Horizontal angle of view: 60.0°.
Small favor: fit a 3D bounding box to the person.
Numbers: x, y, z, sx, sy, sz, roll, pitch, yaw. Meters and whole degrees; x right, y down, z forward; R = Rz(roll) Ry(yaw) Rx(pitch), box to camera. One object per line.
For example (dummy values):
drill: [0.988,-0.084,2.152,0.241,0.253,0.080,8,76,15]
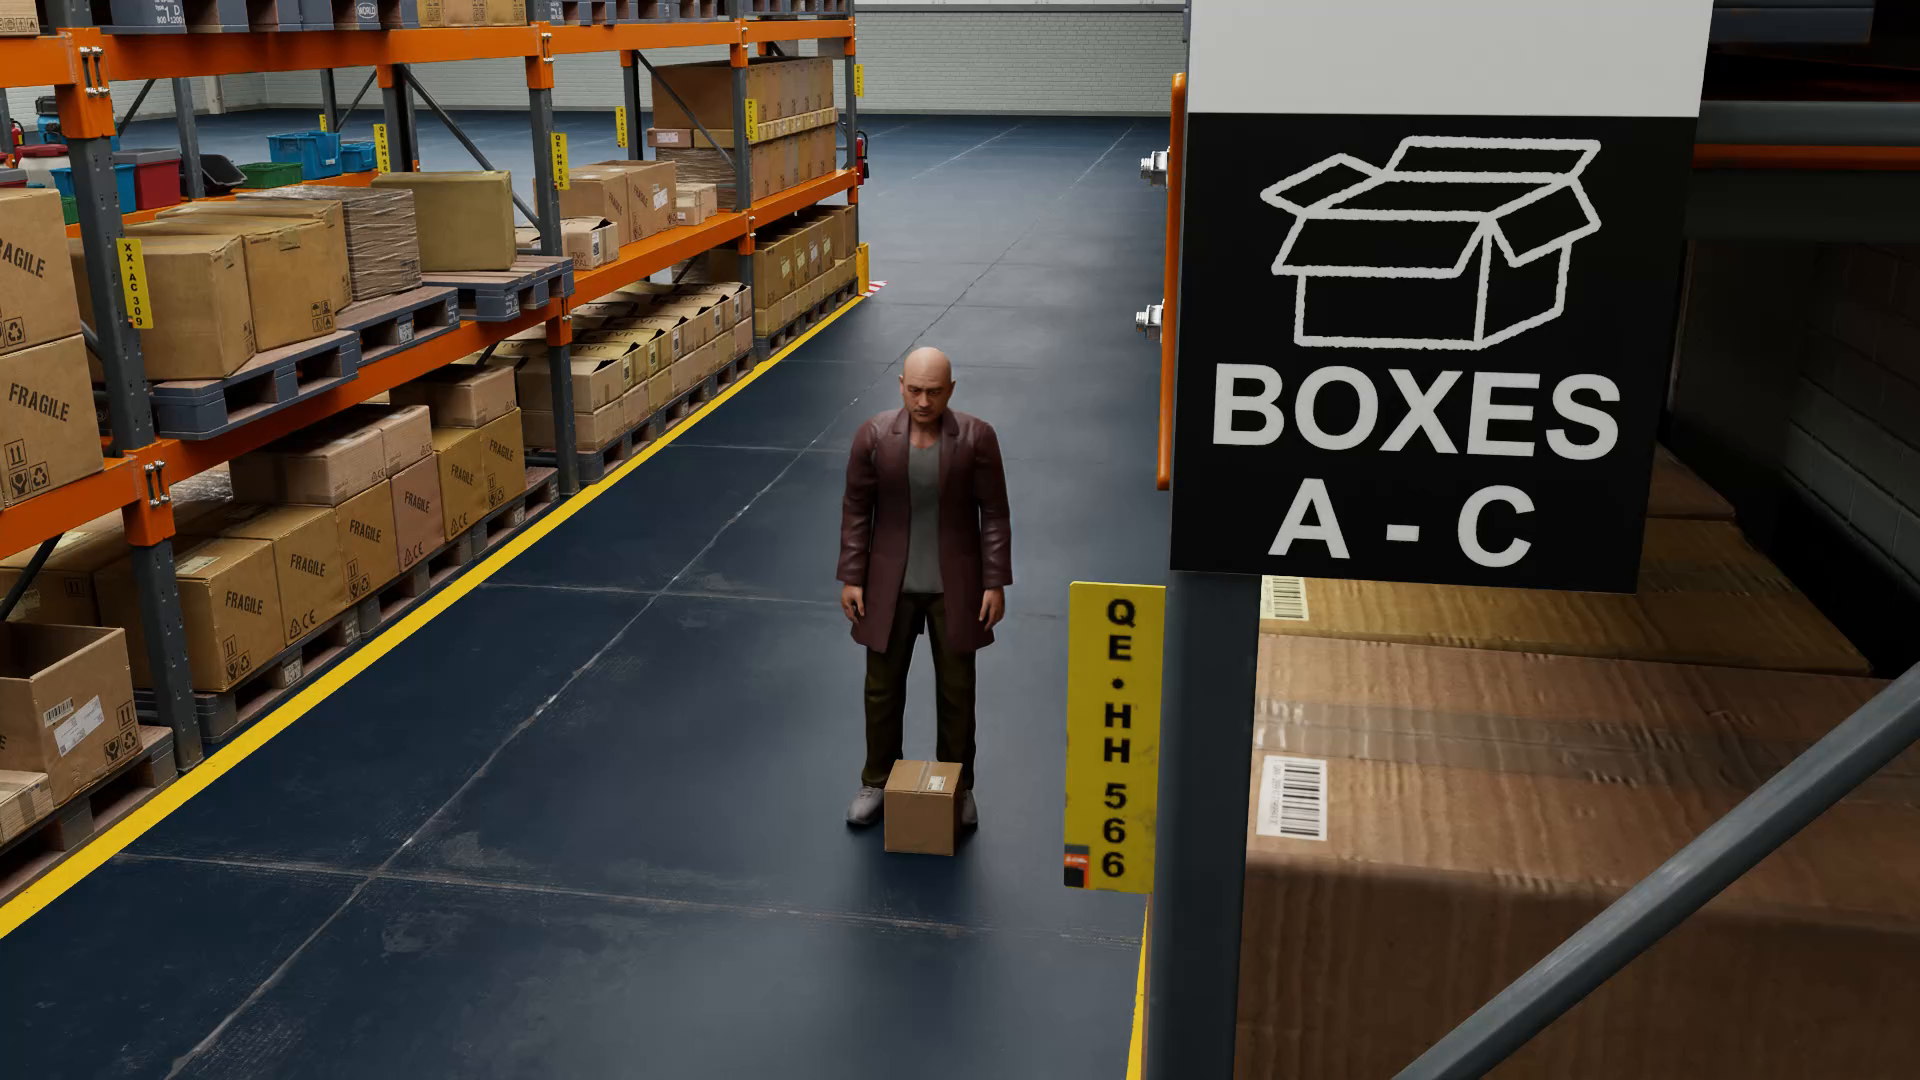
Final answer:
person: [-0.129,0.169,6.044,0.642,1.774,0.425,1,18,4]
